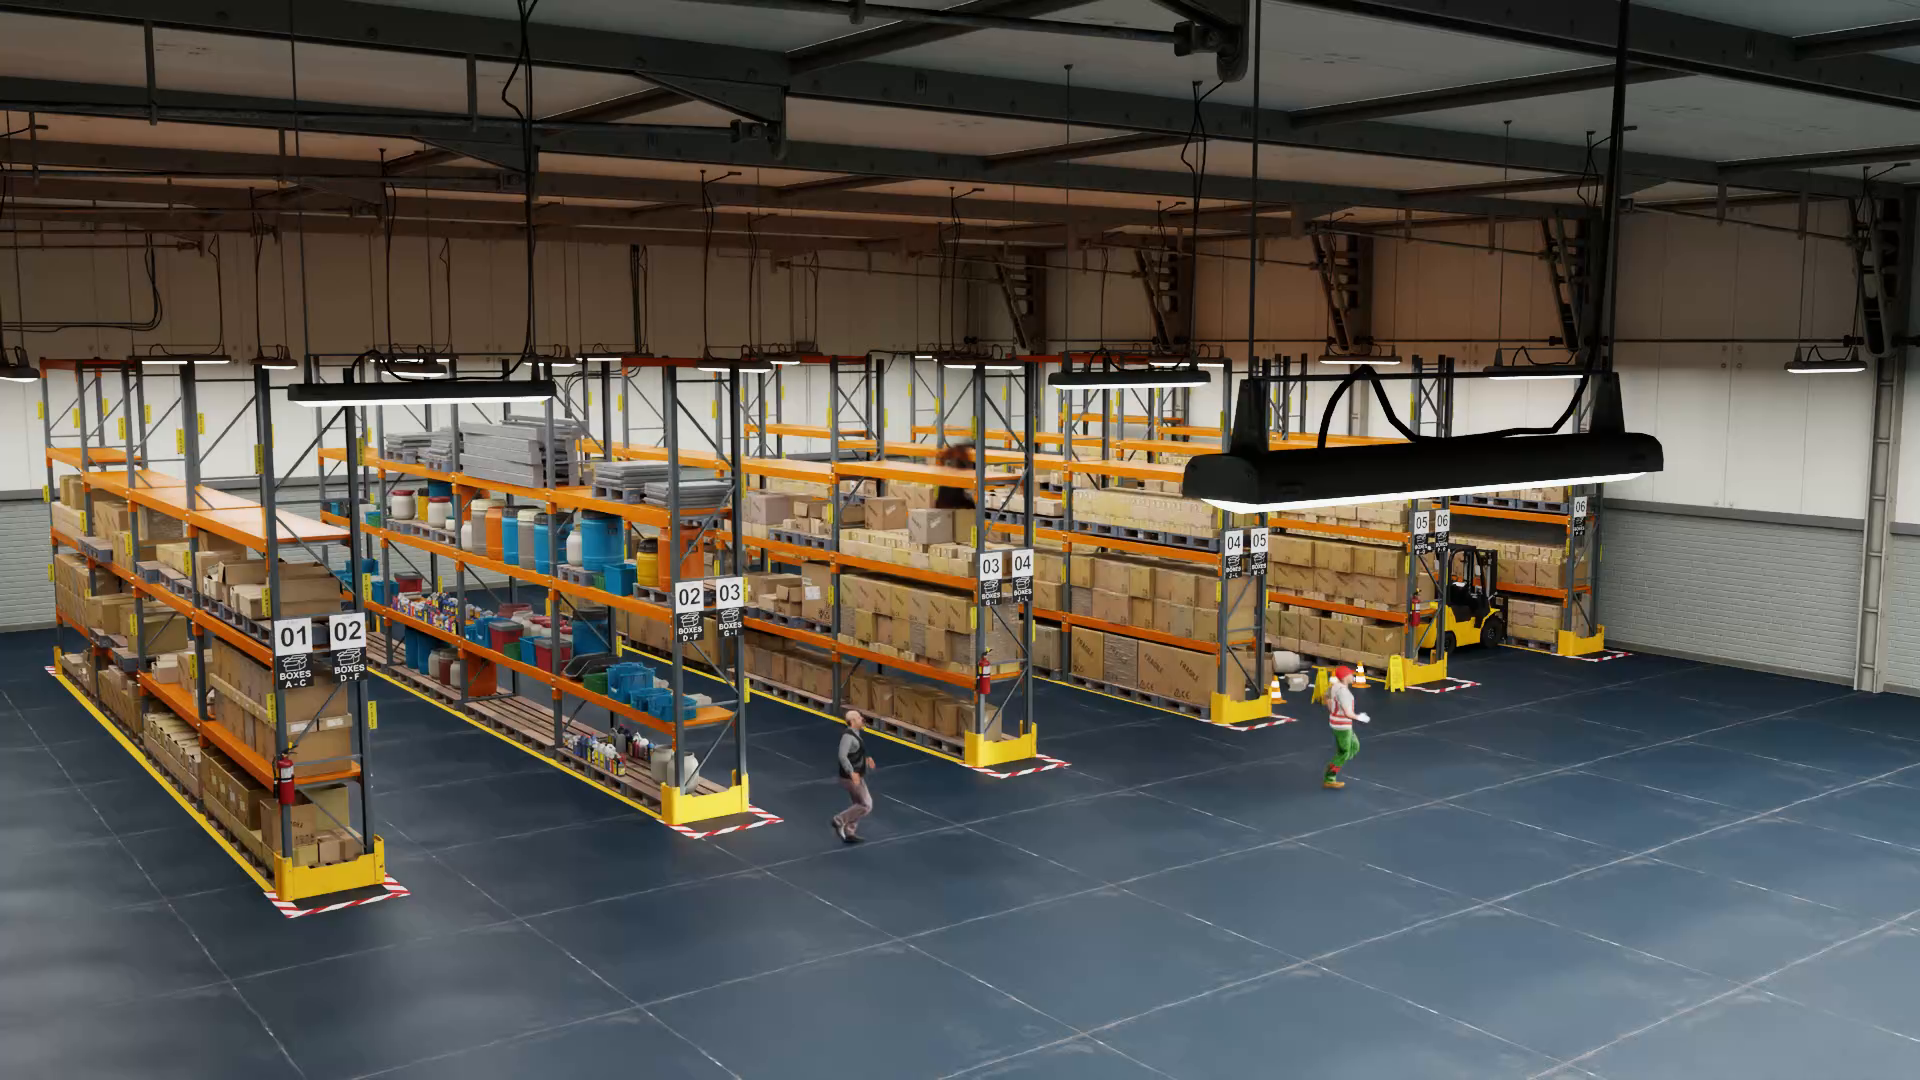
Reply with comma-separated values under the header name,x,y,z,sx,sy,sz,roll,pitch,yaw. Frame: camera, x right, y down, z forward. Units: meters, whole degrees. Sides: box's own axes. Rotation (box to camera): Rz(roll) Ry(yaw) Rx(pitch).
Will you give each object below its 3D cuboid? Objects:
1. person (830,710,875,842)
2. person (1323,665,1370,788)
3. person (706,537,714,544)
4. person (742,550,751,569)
name,x,y,z,sx,sy,sz,roll,pitch,yaw
person,-1.353,2.984,21.010,0.576,1.690,0.676,0,7,-4
person,5.459,2.629,23.520,0.615,1.743,0.699,0,7,4
person,-6.133,0.669,40.933,0.584,1.541,0.555,6,9,39
person,-5.137,0.888,38.206,0.733,1.818,0.668,-5,8,-35
